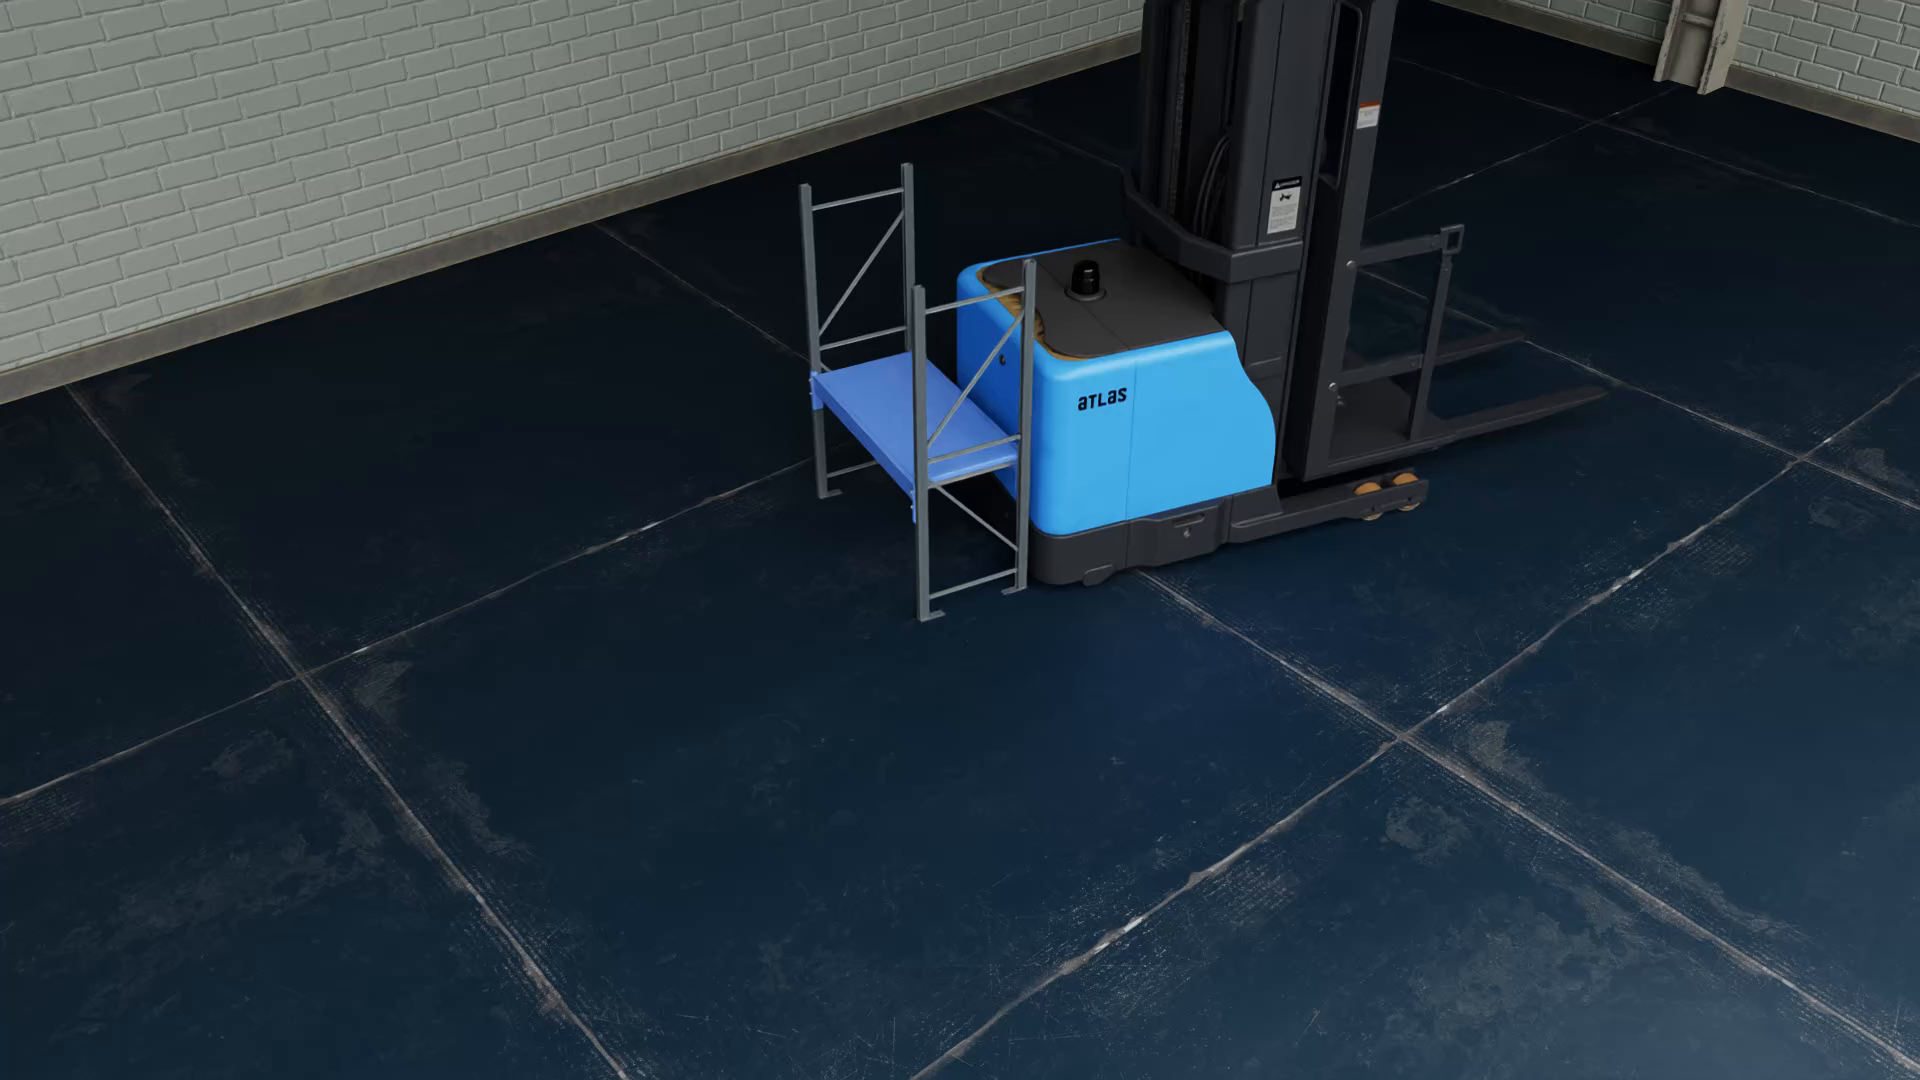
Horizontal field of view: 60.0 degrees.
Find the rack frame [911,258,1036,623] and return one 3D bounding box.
[{"bbox_3d":[0.052,-0.350,6.446,0.500,1.500,0.032,-17,39,-22],"label":"rack frame"}]

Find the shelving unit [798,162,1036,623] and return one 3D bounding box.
[{"bbox_3d":[-0.184,-0.610,6.813,0.538,1.500,1.048,-17,39,-22],"label":"shelving unit"}]

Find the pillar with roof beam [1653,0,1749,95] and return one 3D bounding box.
[{"bbox_3d":[1.912,-5.332,6.993,9.100,9.000,0.400,-26,43,-32],"label":"pillar with roof beam"}]

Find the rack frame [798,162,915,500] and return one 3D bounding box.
[{"bbox_3d":[-0.421,-0.870,7.181,0.500,1.500,0.032,-17,39,-22],"label":"rack frame"}]

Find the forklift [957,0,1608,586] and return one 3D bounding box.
[{"bbox_3d":[1.538,-1.550,6.903,3.031,2.935,1.130,-14,38,-18],"label":"forklift"}]

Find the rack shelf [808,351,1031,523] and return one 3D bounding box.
[{"bbox_3d":[-0.184,-0.463,6.917,0.538,0.185,1.000,-17,39,-22],"label":"rack shelf"}]
